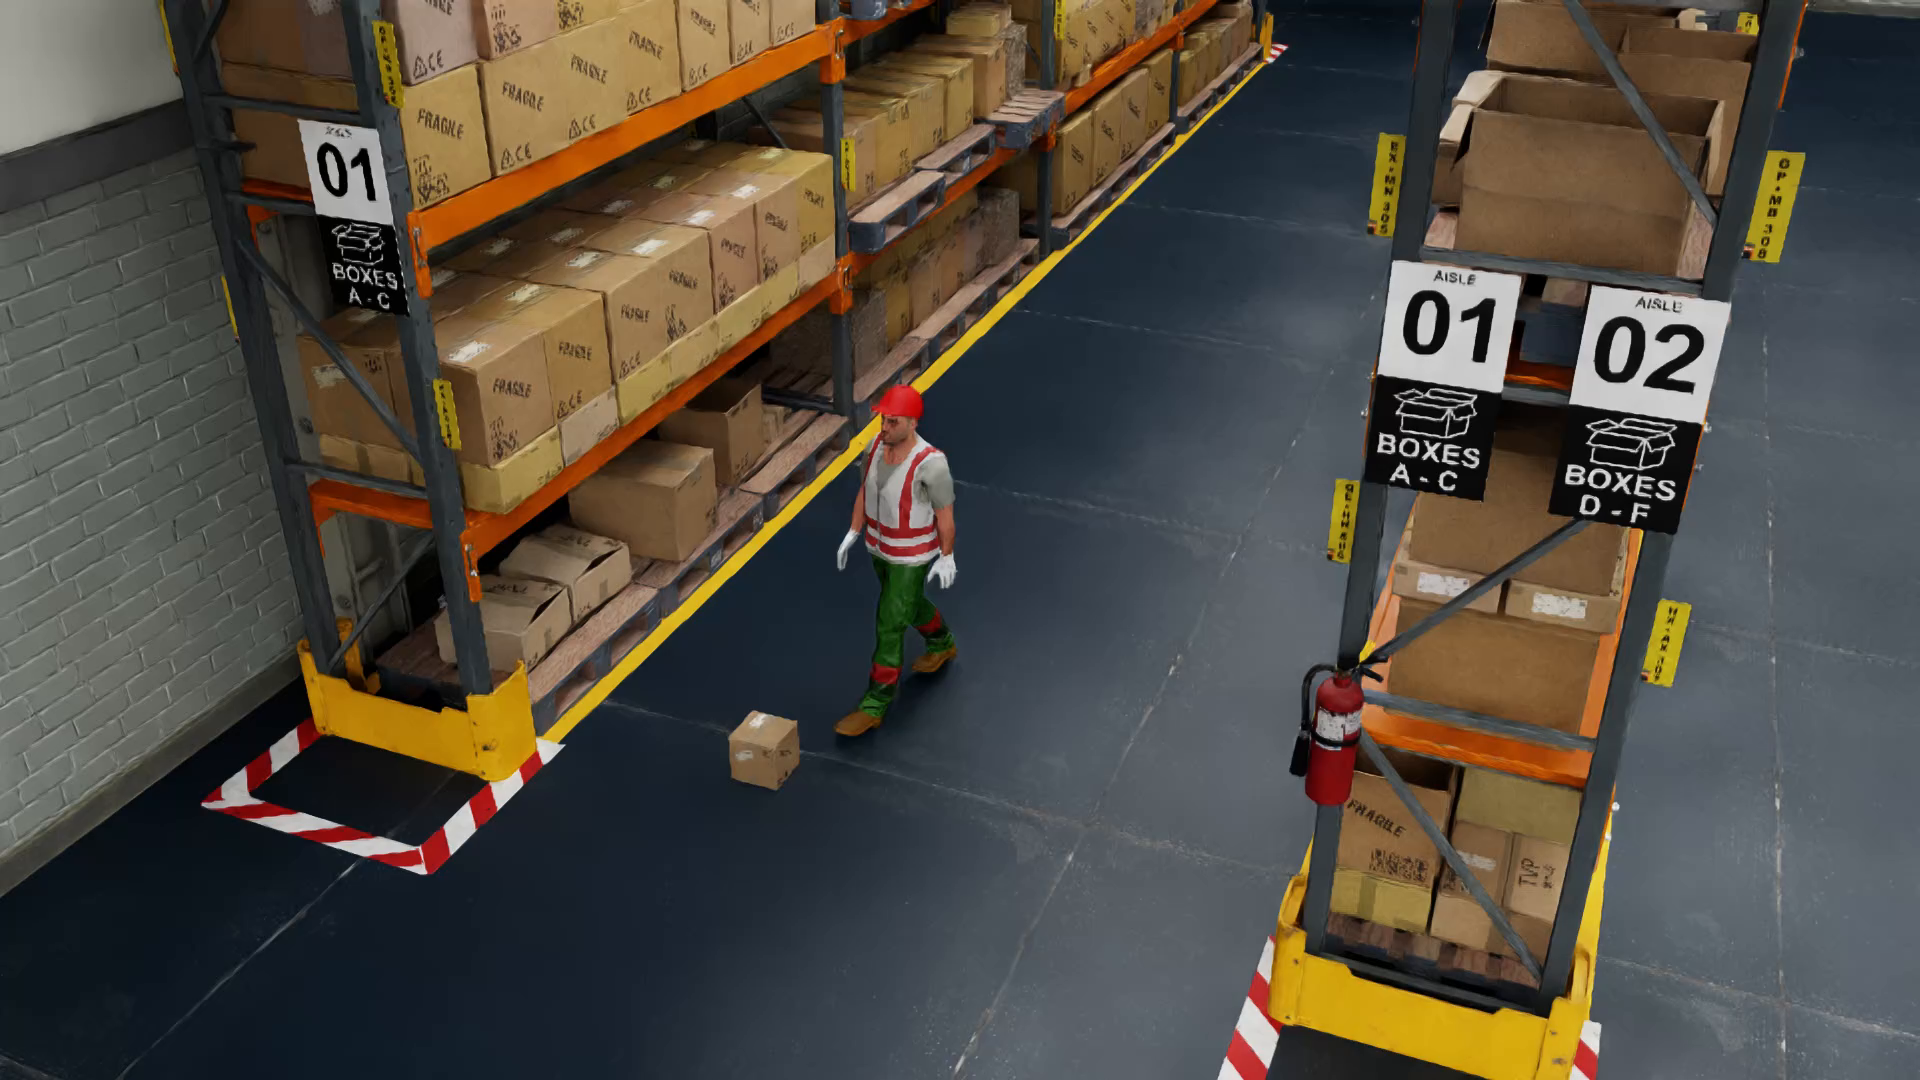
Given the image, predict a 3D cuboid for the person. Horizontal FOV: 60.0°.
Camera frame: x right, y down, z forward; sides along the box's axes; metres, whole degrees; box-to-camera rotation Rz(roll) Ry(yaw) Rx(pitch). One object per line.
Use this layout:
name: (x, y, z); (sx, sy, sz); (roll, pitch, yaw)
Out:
person: (-0.346, 0.057, 8.288); (0.953, 1.759, 0.537); (-23, 37, -35)
